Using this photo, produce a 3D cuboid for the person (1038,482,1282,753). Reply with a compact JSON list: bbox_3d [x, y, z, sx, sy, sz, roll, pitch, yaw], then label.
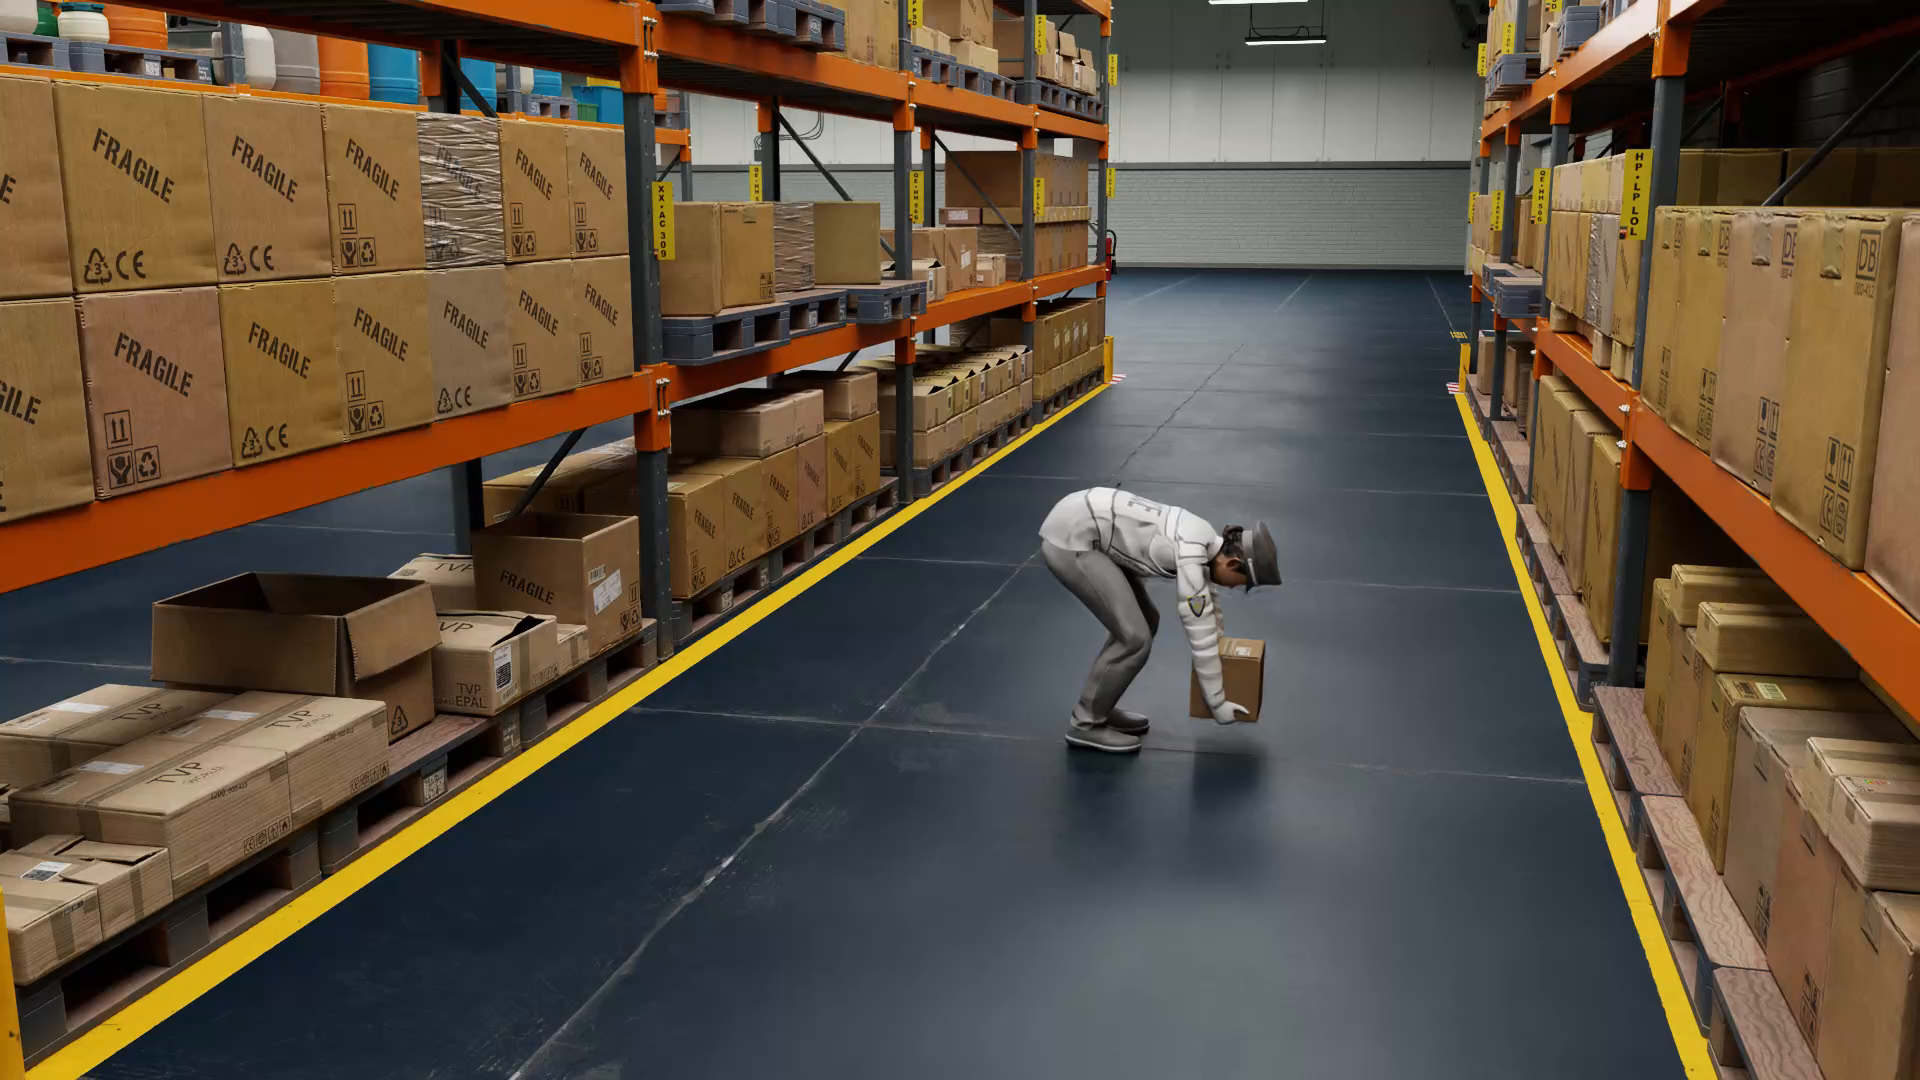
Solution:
[{"bbox_3d":[0.745,0.293,6.245,0.901,0.972,0.444,2,12,11],"label":"person"}]
